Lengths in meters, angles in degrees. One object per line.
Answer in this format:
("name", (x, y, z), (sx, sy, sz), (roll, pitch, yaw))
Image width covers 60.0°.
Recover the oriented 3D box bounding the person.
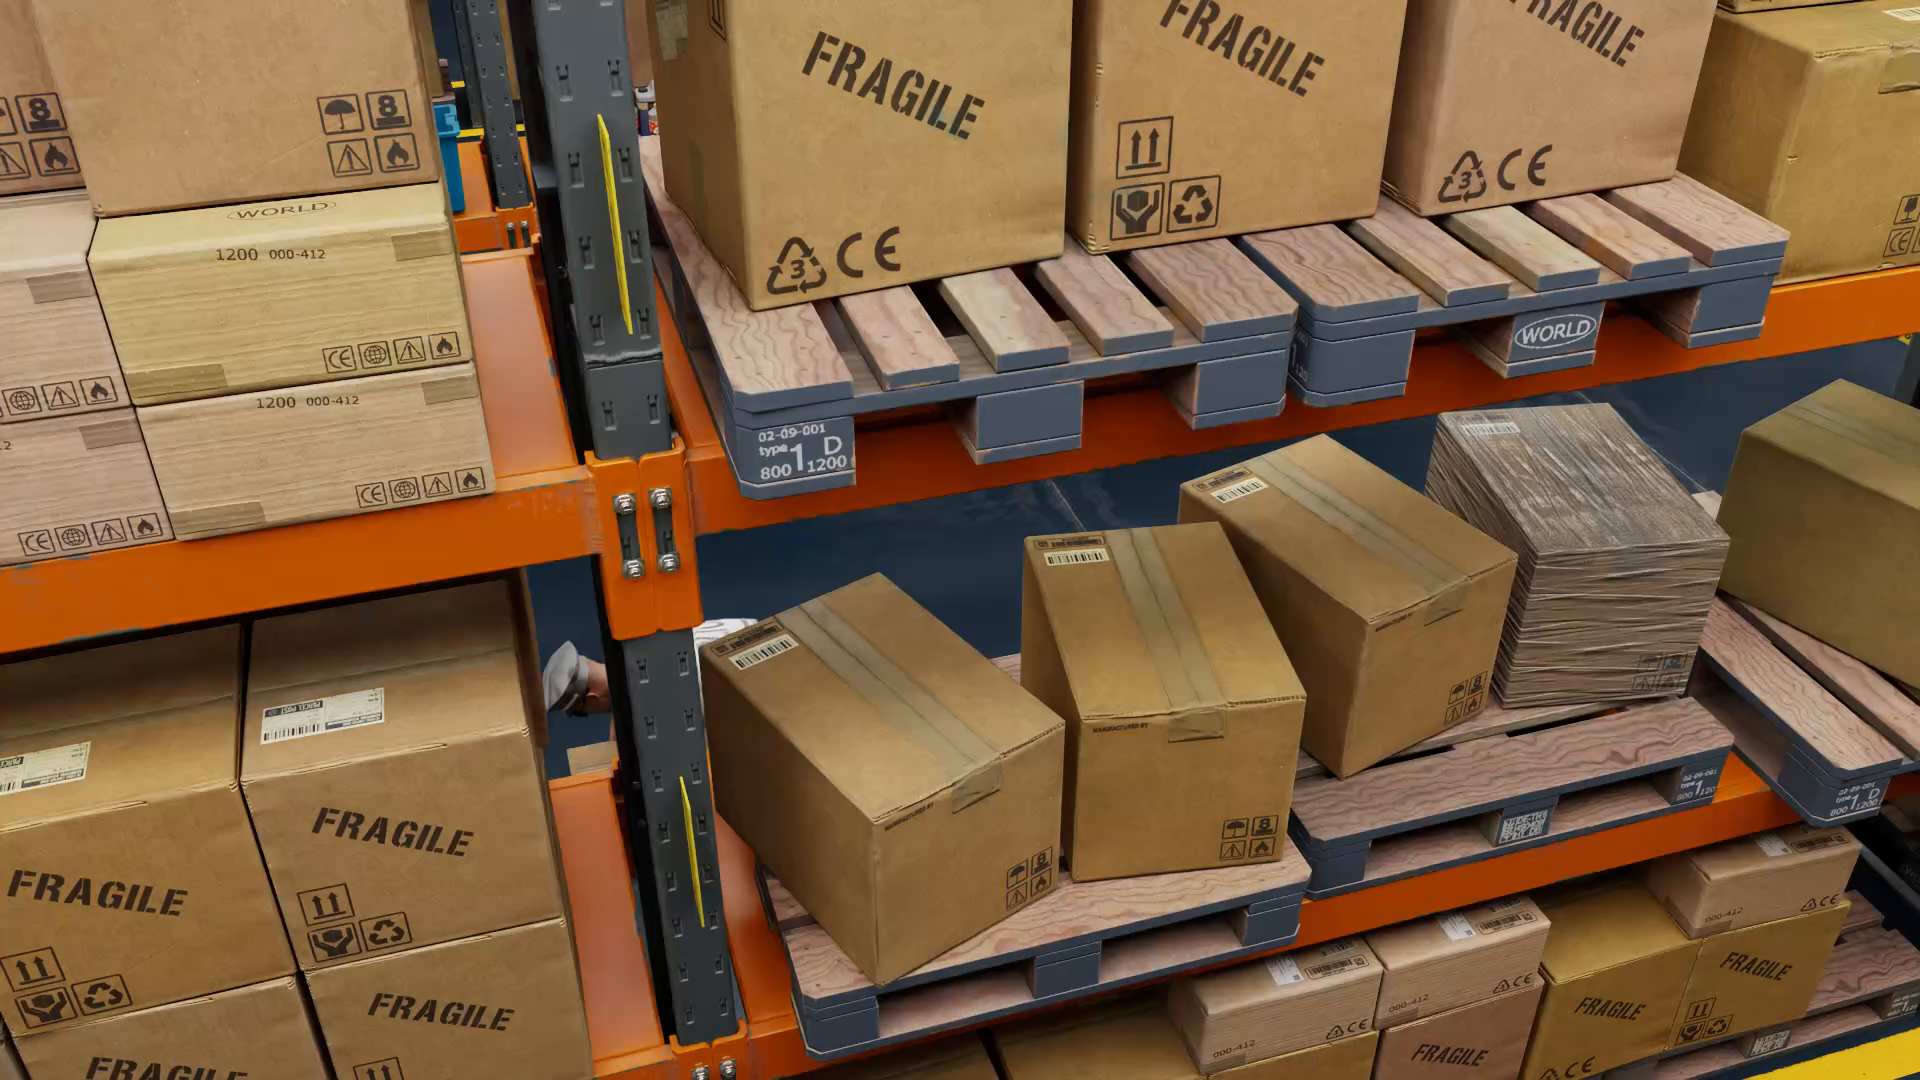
("person", (-1.010, 0.661, 6.049), (0.996, 0.886, 0.539), (-11, 35, -15))
